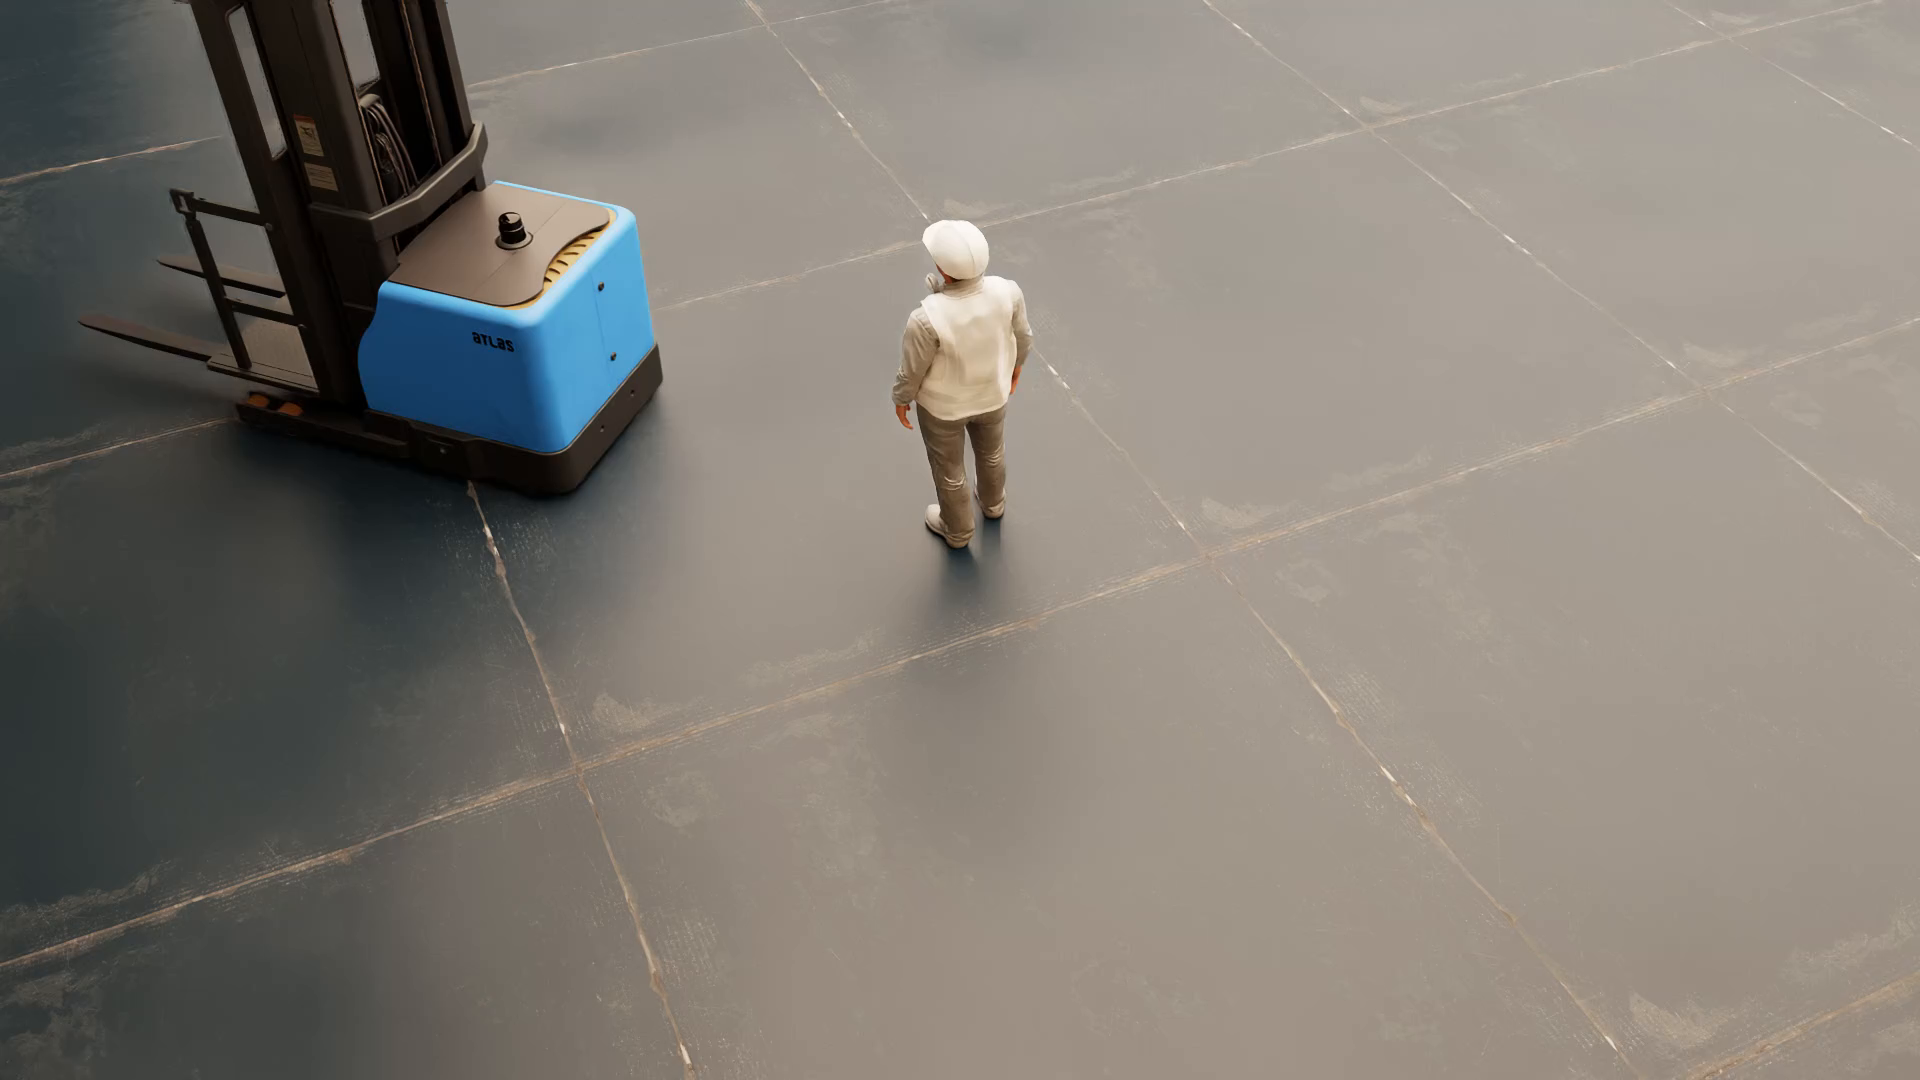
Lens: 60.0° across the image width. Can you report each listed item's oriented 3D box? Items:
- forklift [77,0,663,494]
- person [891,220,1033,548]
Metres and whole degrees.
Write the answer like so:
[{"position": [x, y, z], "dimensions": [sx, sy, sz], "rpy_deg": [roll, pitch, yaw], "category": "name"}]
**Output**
[{"position": [-3.110, -1.917, 7.734], "dimensions": [3.031, 2.935, 1.130], "rpy_deg": [14, 45, 15], "category": "forklift"}, {"position": [-0.020, -0.695, 7.262], "dimensions": [0.633, 1.775, 0.566], "rpy_deg": [-18, 46, -18], "category": "person"}]
